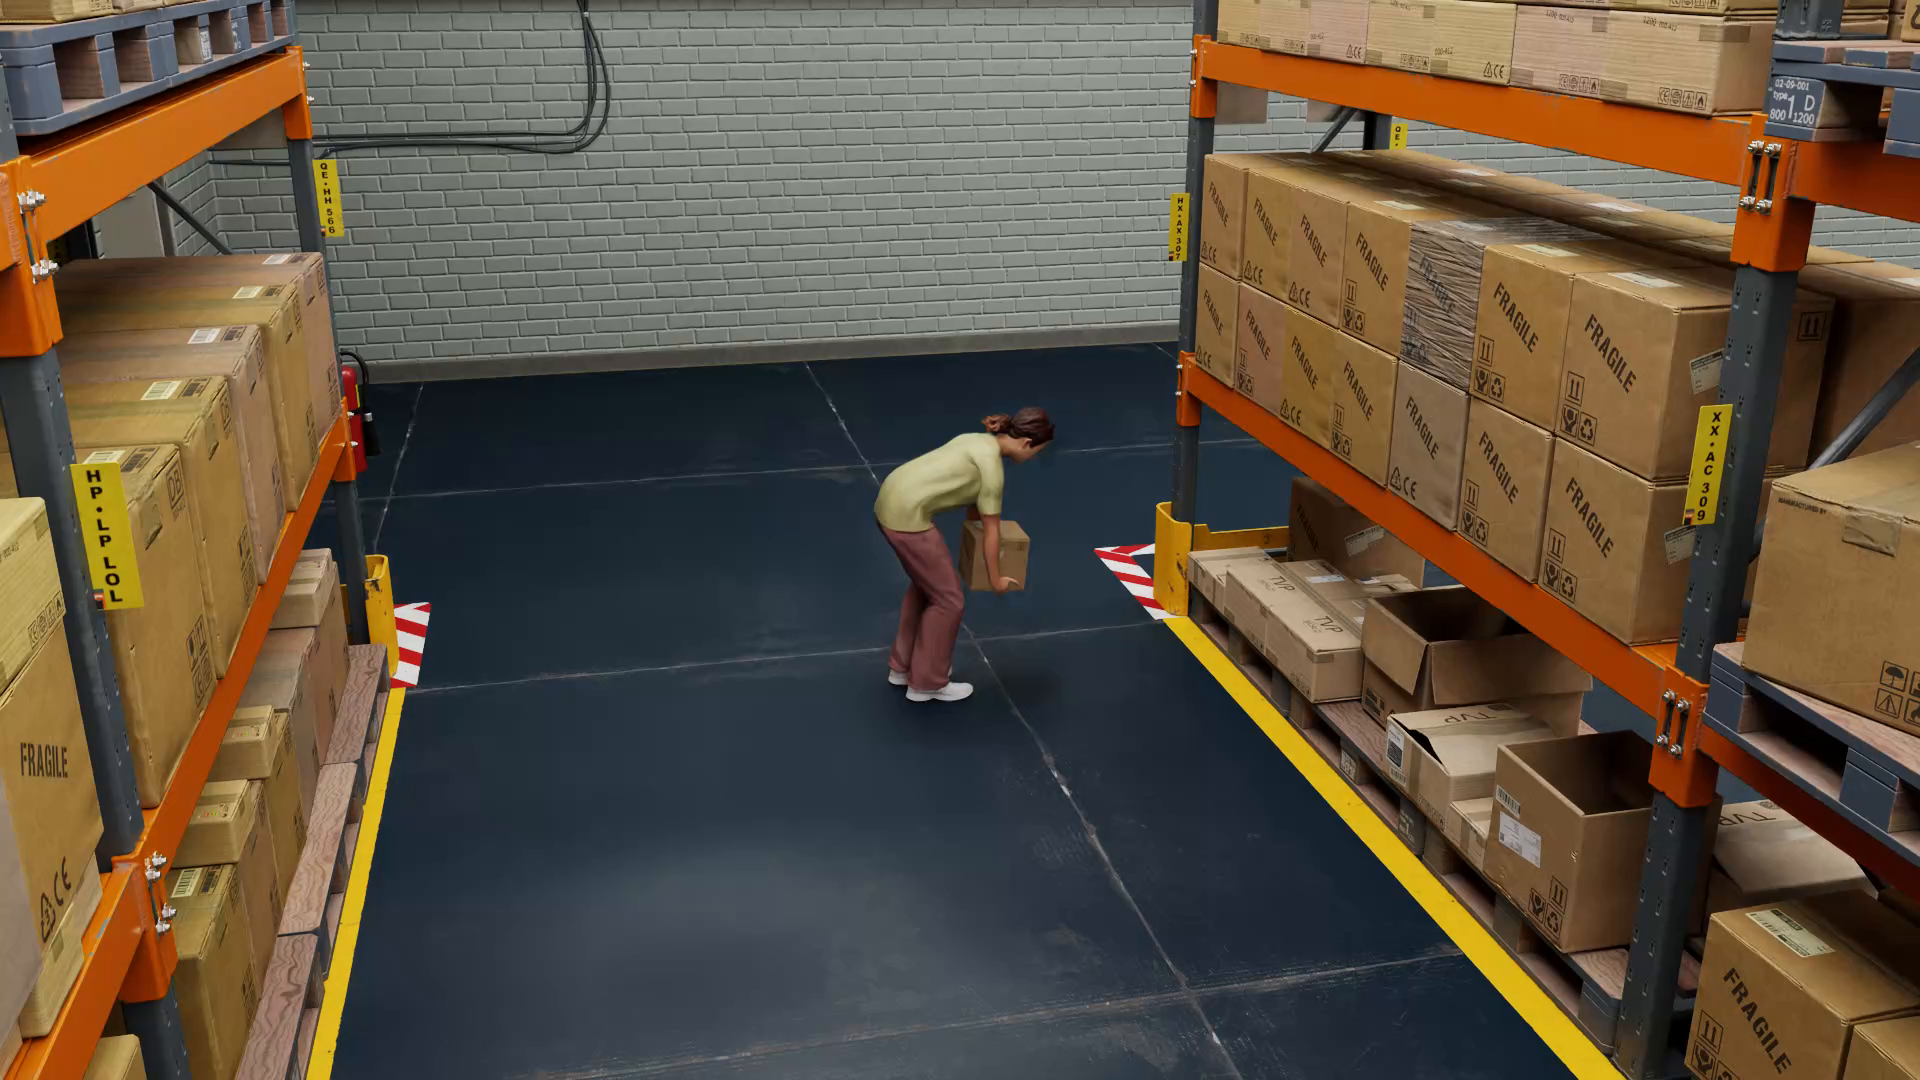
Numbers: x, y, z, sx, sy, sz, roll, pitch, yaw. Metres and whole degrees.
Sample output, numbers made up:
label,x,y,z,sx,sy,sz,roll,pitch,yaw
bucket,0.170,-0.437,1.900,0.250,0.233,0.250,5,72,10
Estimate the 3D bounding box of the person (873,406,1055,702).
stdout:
label,x,y,z,sx,sy,sz,roll,pitch,yaw
person,0.026,0.056,7.463,0.813,1.311,0.403,-5,20,-14
